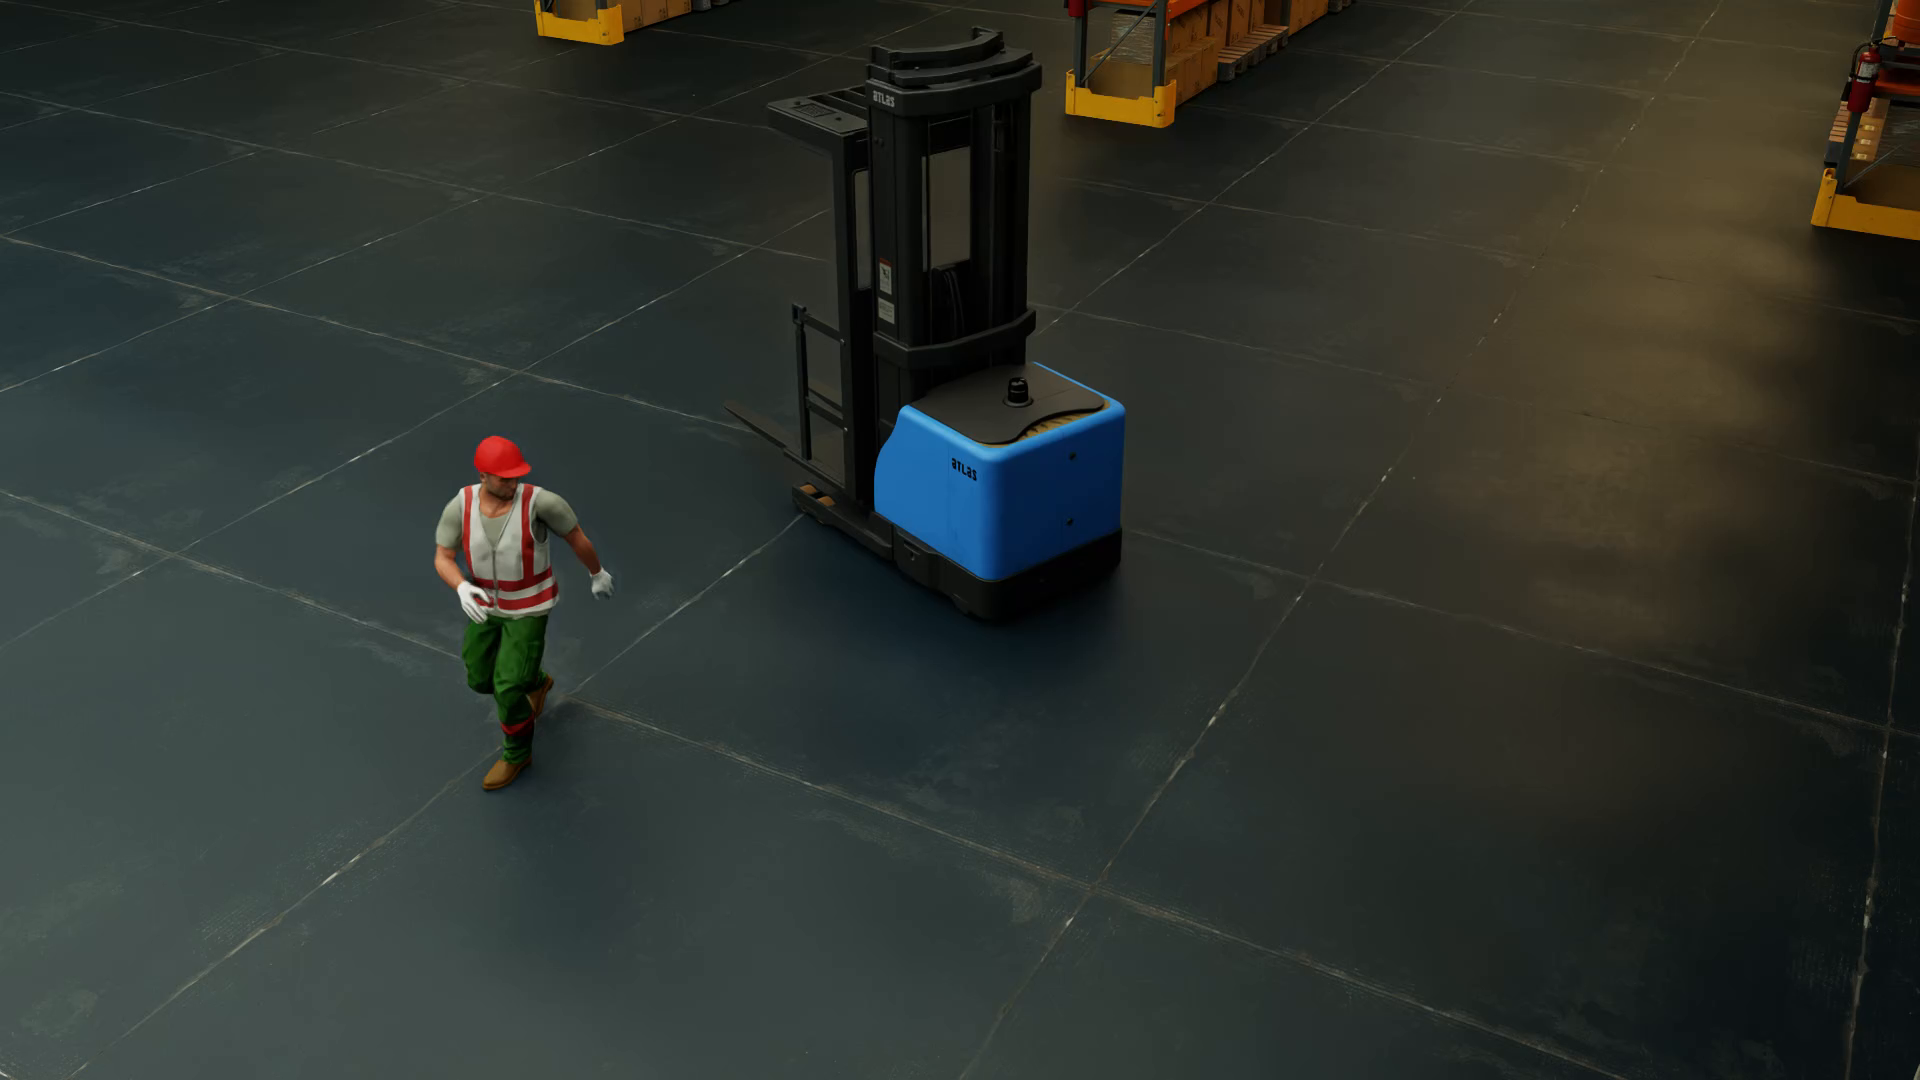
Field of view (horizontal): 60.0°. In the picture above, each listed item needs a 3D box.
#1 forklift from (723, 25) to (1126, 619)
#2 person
[{"bbox_3d":[-0.382,-1.507,9.682,1.130,2.935,3.031,-22,37,-33],"label":"forklift"},{"bbox_3d":[-2.076,0.289,7.809,0.628,1.706,0.782,10,32,17],"label":"person"}]
